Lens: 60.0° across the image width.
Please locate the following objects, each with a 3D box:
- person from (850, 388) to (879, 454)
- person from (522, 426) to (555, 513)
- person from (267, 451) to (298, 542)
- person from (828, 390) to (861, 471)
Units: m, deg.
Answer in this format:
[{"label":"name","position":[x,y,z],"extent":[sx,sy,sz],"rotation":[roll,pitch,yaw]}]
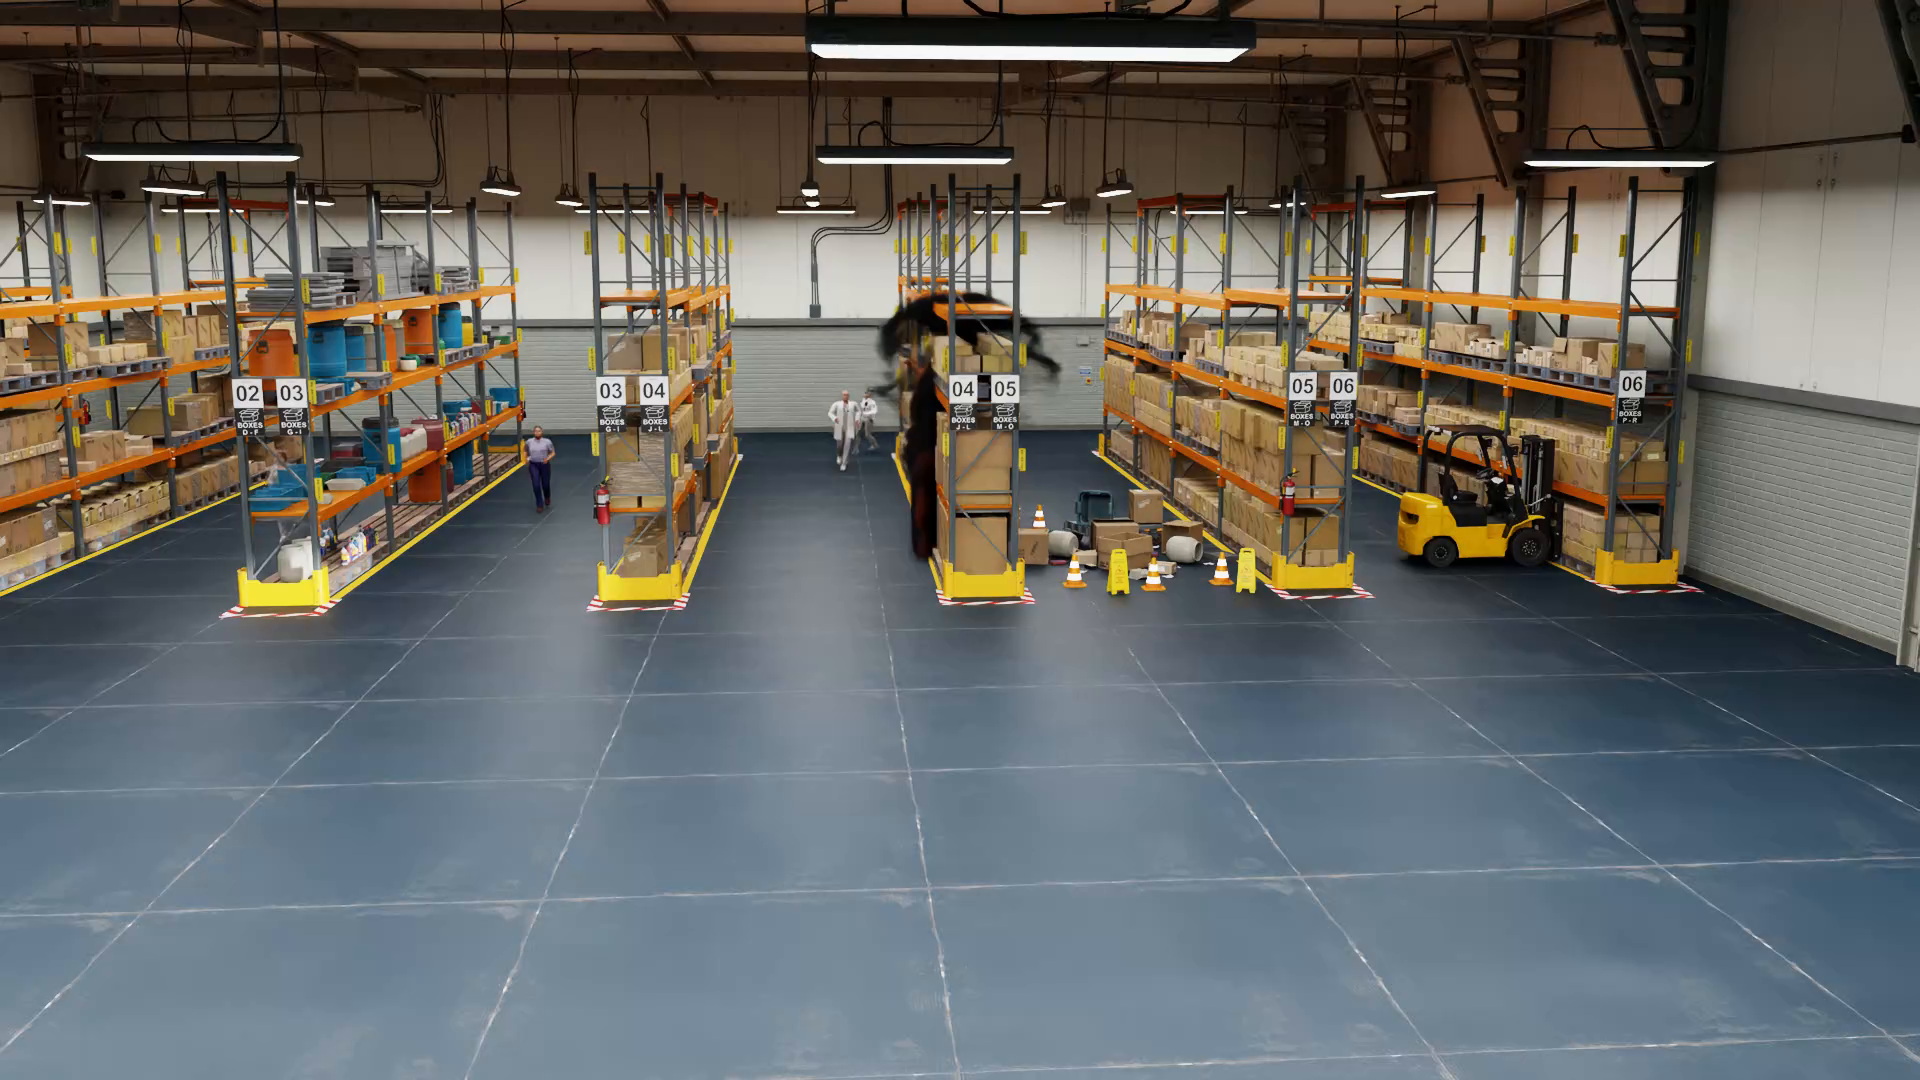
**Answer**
[{"label":"person","position":[-2.219,-2.880,40.503],"extent":[0.765,1.688,0.718],"rotation":[-8,13,-40]},{"label":"person","position":[-8.046,-1.364,31.806],"extent":[0.613,1.629,0.705],"rotation":[-2,10,-12]},{"label":"person","position":[-11.613,-0.760,28.543],"extent":[0.535,1.548,0.567],"rotation":[0,10,-2]},{"label":"person","position":[-2.616,-2.513,37.779],"extent":[0.745,1.775,1.072],"rotation":[-1,10,-3]}]
